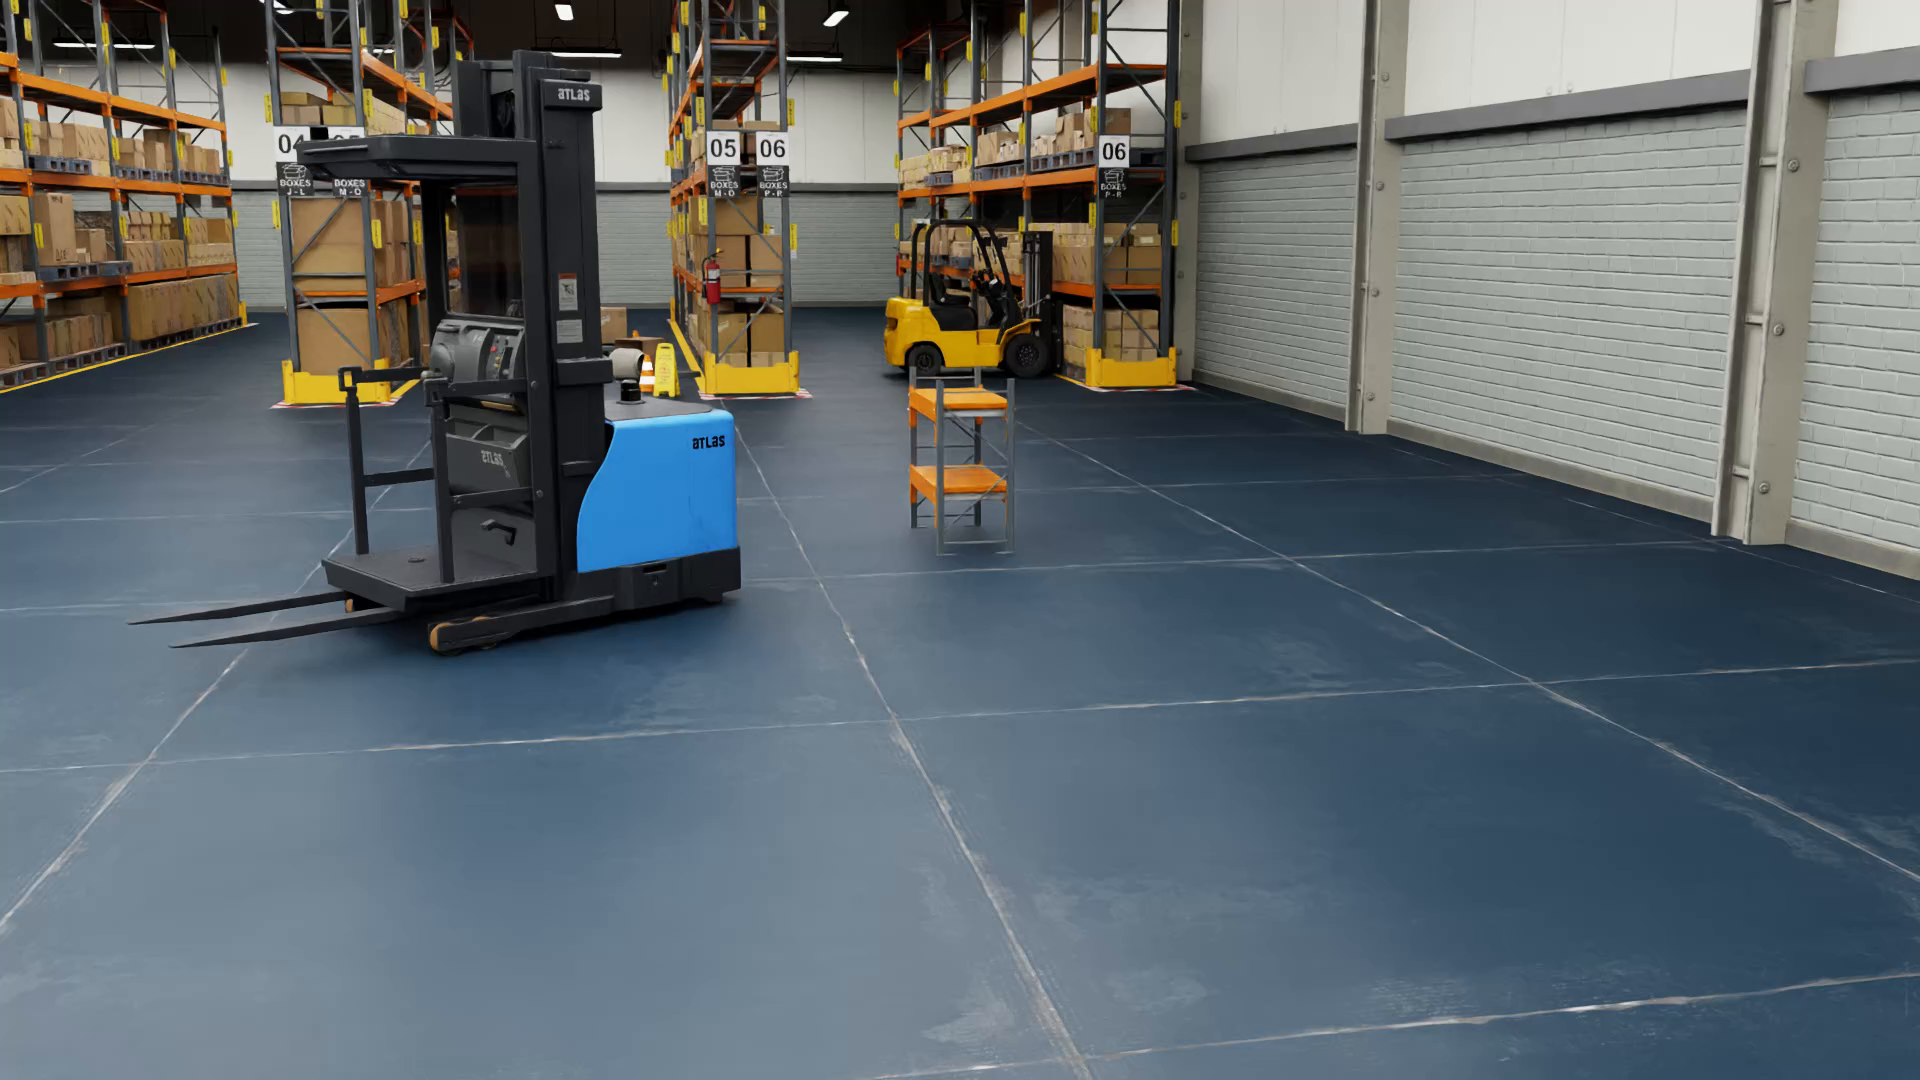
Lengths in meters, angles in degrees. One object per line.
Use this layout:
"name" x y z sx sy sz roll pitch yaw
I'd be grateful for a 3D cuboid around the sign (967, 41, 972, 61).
"sign" 0.162 -8.412 28.615 0.100 0.325 0.005 -2 11 -11

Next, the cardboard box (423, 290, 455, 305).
"cardboard box" -9.007 -4.184 28.712 0.500 0.250 0.500 -2 11 -12

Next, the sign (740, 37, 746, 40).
"sign" -3.645 -8.274 27.889 0.100 0.325 0.005 -2 11 -11

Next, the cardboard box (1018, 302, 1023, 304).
"cardboard box" 1.215 -3.533 26.962 0.875 0.625 0.625 -2 11 -12

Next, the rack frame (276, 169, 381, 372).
"rack frame" -7.456 -3.142 19.680 1.000 3.000 0.127 -2 11 -11

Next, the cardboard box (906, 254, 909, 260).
"cardboard box" -0.974 -6.217 36.511 0.380 0.149 0.250 -2 11 -10

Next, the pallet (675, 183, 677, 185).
"pallet" -5.102 -7.121 32.804 1.003 0.211 1.213 -2 11 -11

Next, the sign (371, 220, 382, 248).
"sign" -6.910 -3.625 19.692 0.100 0.325 0.005 -2 11 -11

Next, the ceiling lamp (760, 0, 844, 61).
"ceiling lamp" -3.668 -12.677 38.124 2.000 3.185 0.800 -2 11 -11

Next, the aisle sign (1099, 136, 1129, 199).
"aisle sign" 1.973 -4.776 21.312 0.394 0.787 0.004 -2 11 -11

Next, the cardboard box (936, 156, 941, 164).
"cardboard box" -0.252 -7.262 31.794 0.380 0.149 0.250 -2 11 -12

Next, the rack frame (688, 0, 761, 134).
"rack frame" -3.398 -7.021 24.016 1.000 3.000 0.127 -2 11 -11

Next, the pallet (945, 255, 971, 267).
"pallet" 0.310 -5.251 31.275 1.003 0.211 1.213 -2 11 -11

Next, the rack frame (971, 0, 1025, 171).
"rack frame" 0.693 -7.936 28.823 1.000 3.000 0.127 -2 11 -11

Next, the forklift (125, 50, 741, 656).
"forklift" -2.660 -0.978 8.496 3.031 2.935 1.130 -10 15 -42

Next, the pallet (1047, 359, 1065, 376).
"pallet" 1.825 -2.514 23.838 1.003 0.211 1.213 -2 11 -11

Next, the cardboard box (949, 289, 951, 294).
"cardboard box" -0.007 -4.752 31.969 0.380 0.149 0.250 -2 11 -11

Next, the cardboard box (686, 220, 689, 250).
"cardboard box" -4.315 -5.118 27.877 0.500 0.500 0.500 -2 11 -13

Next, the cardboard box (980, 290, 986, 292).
"cardboard box" 0.593 -4.628 31.315 0.380 0.149 0.250 -2 11 -11

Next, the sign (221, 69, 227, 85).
"sign" -14.917 -9.376 33.681 0.100 0.325 0.005 -2 11 -11

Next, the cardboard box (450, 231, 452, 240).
"cardboard box" -9.323 -5.461 29.824 0.380 0.149 0.250 -2 11 -13

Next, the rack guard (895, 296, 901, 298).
"rack guard" -0.849 -5.214 37.253 1.175 0.500 0.348 -2 11 -11

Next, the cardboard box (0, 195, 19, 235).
"cardboard box" -12.662 -4.236 21.691 0.500 0.500 0.500 -2 11 -11

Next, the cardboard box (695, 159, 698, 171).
"cardboard box" -3.413 -5.118 22.714 0.380 0.149 0.250 -2 11 -12

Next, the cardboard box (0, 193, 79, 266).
"cardboard box" -13.136 -4.365 23.381 1.000 1.000 1.000 -2 11 -11

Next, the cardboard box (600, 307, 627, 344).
"cardboard box" -5.138 -3.148 24.371 0.500 0.500 0.500 -2 11 -11

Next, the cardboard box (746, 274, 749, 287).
"cardboard box" -2.546 -3.332 21.354 0.380 0.149 0.250 -2 11 -10

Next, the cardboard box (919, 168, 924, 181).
"cardboard box" -0.536 -7.443 33.860 0.500 0.250 0.500 -3 11 -13

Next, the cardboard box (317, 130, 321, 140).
"cardboard box" -7.951 -4.889 20.120 0.380 0.149 0.250 -2 11 -10

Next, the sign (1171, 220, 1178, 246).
"sign" 2.794 -4.005 21.687 0.100 0.325 0.005 -2 11 -11

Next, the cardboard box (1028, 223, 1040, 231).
"cardboard box" 1.241 -4.700 25.068 0.380 0.149 0.250 -2 11 -10

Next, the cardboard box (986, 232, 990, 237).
"cardboard box" 0.657 -5.145 28.201 0.380 0.149 0.250 -2 11 -10

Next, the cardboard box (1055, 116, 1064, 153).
"cardboard box" 1.746 -5.674 23.293 0.797 0.503 0.637 -2 11 -9

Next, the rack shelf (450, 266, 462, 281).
"rack shelf" -9.400 -4.622 29.383 1.077 0.370 4.000 -2 11 -11

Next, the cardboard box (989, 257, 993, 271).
"cardboard box" 0.739 -4.638 27.943 0.500 0.250 0.500 -2 11 -13

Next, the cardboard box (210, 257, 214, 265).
"cardboard box" -14.710 -5.409 32.267 0.380 0.149 0.250 -2 11 -13

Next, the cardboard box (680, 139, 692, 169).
"cardboard box" -4.397 -6.602 28.437 0.797 0.503 0.637 -3 11 -15

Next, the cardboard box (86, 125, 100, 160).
"cardboard box" -13.448 -6.043 25.298 0.500 0.500 0.500 -2 11 -11

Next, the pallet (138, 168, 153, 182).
"pallet" -14.294 -6.149 27.963 1.003 0.211 1.213 -2 11 -8

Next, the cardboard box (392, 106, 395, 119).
"cardboard box" -7.652 -5.631 21.886 0.380 0.149 0.250 -2 11 -11

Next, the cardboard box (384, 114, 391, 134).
"cardboard box" -7.593 -5.318 21.310 0.500 0.250 0.500 -2 11 -11

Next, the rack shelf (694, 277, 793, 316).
"rack shelf" -3.009 -3.354 22.717 1.077 0.370 4.000 -2 11 -11

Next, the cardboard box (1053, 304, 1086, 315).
"cardboard box" 1.549 -3.220 23.648 0.500 0.250 0.500 -2 11 -12

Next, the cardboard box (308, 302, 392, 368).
"cardboard box" -7.825 -2.587 21.327 0.875 0.875 0.875 -2 11 -12

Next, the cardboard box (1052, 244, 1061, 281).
"cardboard box" 1.595 -3.932 23.567 0.500 0.500 0.500 -2 11 -11

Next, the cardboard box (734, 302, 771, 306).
"cardboard box" -3.019 -3.199 24.206 0.500 0.500 0.500 -2 11 -12

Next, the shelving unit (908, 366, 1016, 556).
"shelving unit" -0.001 -0.554 11.098 0.538 1.125 1.048 -2 11 -11

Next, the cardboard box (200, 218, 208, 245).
"cardboard box" -14.711 -5.904 31.796 0.500 0.500 0.500 -2 11 -13

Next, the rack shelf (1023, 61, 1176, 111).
"rack shelf" 1.859 -6.285 23.146 1.077 0.370 4.000 -2 11 -11

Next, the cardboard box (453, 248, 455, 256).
"cardboard box" -9.372 -5.220 30.150 0.380 0.149 0.250 -3 11 -14

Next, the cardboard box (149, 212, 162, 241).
"cardboard box" -14.420 -5.479 29.012 0.797 0.503 0.637 -2 11 -10

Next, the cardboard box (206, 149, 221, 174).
"cardboard box" -15.299 -7.599 33.418 0.700 0.500 0.500 -3 11 -14
